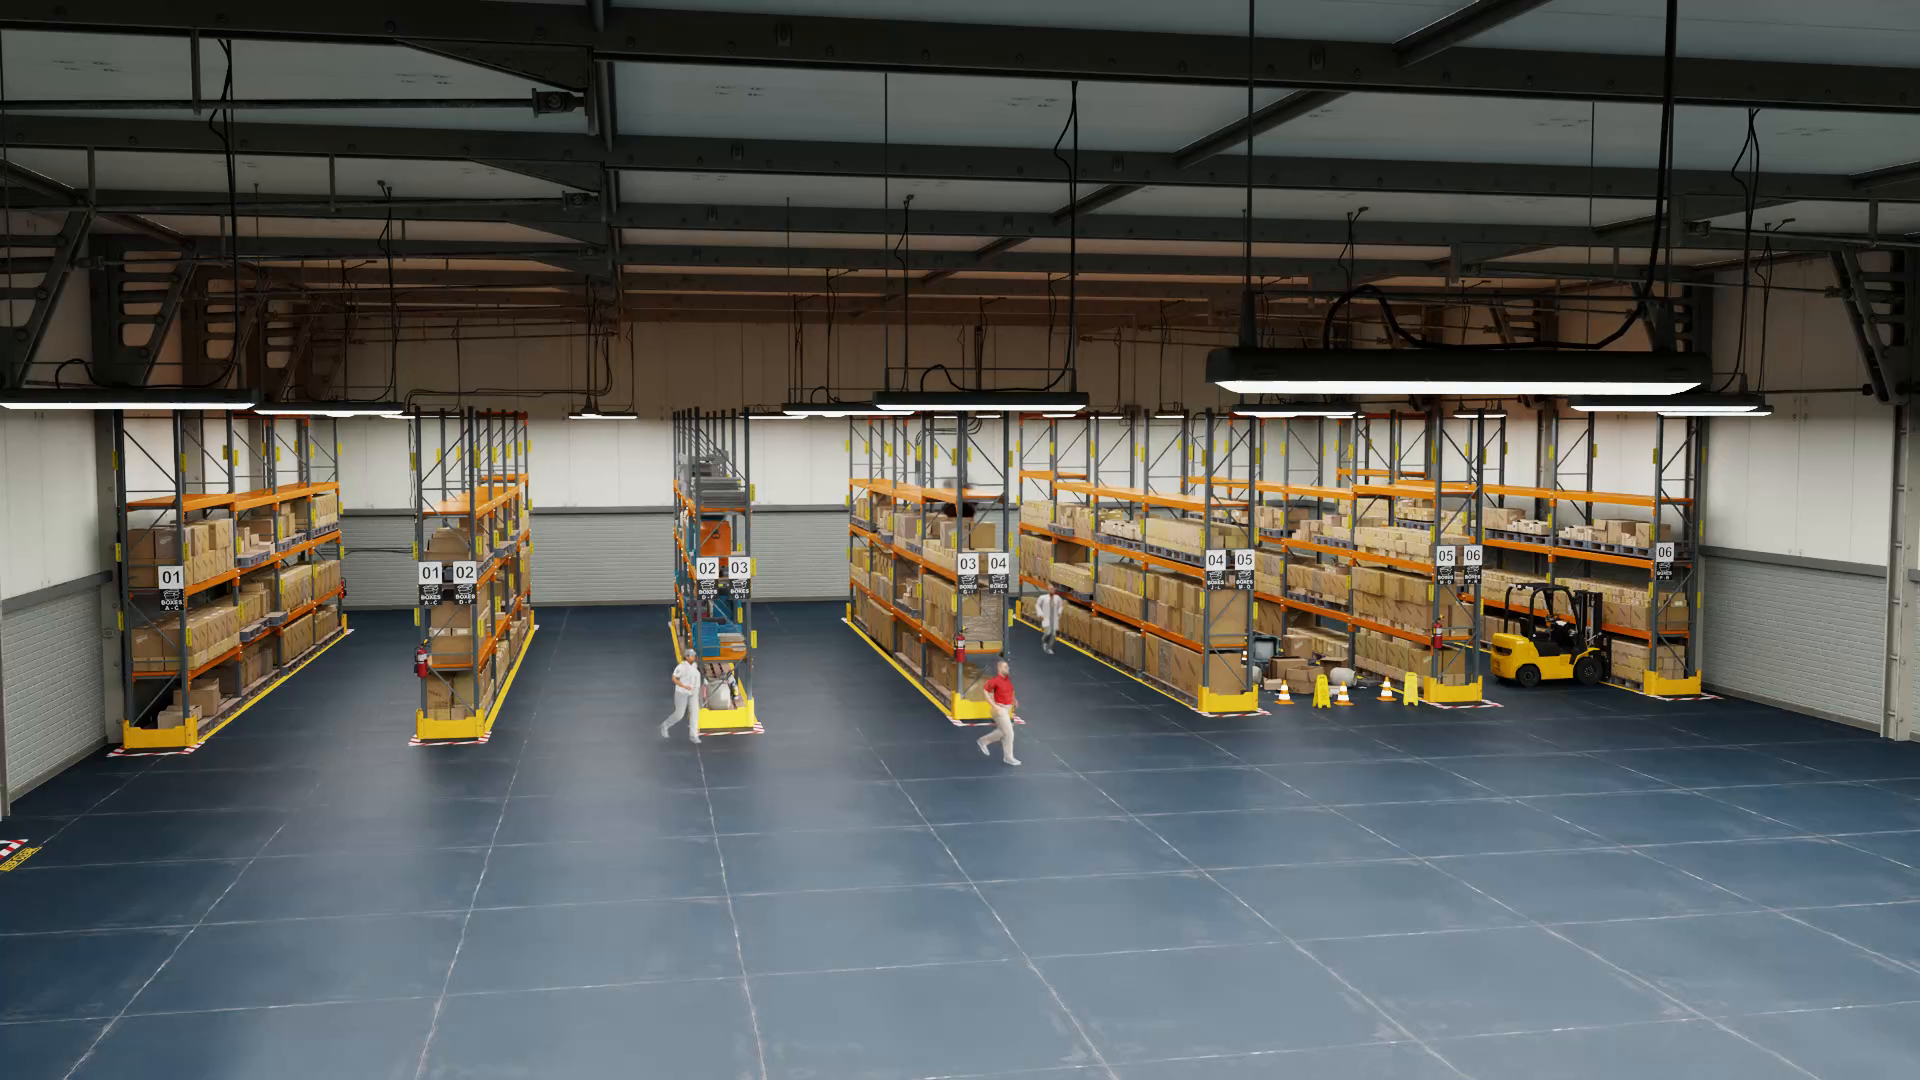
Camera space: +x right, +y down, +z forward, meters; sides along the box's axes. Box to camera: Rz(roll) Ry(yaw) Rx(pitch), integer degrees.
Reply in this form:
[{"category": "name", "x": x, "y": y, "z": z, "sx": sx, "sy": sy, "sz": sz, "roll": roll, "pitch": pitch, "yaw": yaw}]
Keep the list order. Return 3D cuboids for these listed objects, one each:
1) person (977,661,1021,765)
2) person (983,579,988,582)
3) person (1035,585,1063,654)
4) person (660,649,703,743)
[{"category": "person", "x": 0.648, "y": 2.892, "z": 27.998, "sx": 0.868, "sy": 1.730, "sz": 0.675, "roll": 2, "pitch": 4, "yaw": 25}, {"category": "person", "x": 0.520, "y": 1.513, "z": 48.630, "sx": 0.584, "sy": 1.536, "sz": 0.463, "roll": 2, "pitch": 5, "yaw": 27}, {"category": "person", "x": 2.228, "y": 1.961, "z": 40.901, "sx": 0.660, "sy": 1.715, "sz": 0.632, "roll": -1, "pitch": 4, "yaw": -15}, {"category": "person", "x": -4.883, "y": 2.778, "z": 29.864, "sx": 0.919, "sy": 1.635, "sz": 0.687, "roll": 3, "pitch": 5, "yaw": 39}]
